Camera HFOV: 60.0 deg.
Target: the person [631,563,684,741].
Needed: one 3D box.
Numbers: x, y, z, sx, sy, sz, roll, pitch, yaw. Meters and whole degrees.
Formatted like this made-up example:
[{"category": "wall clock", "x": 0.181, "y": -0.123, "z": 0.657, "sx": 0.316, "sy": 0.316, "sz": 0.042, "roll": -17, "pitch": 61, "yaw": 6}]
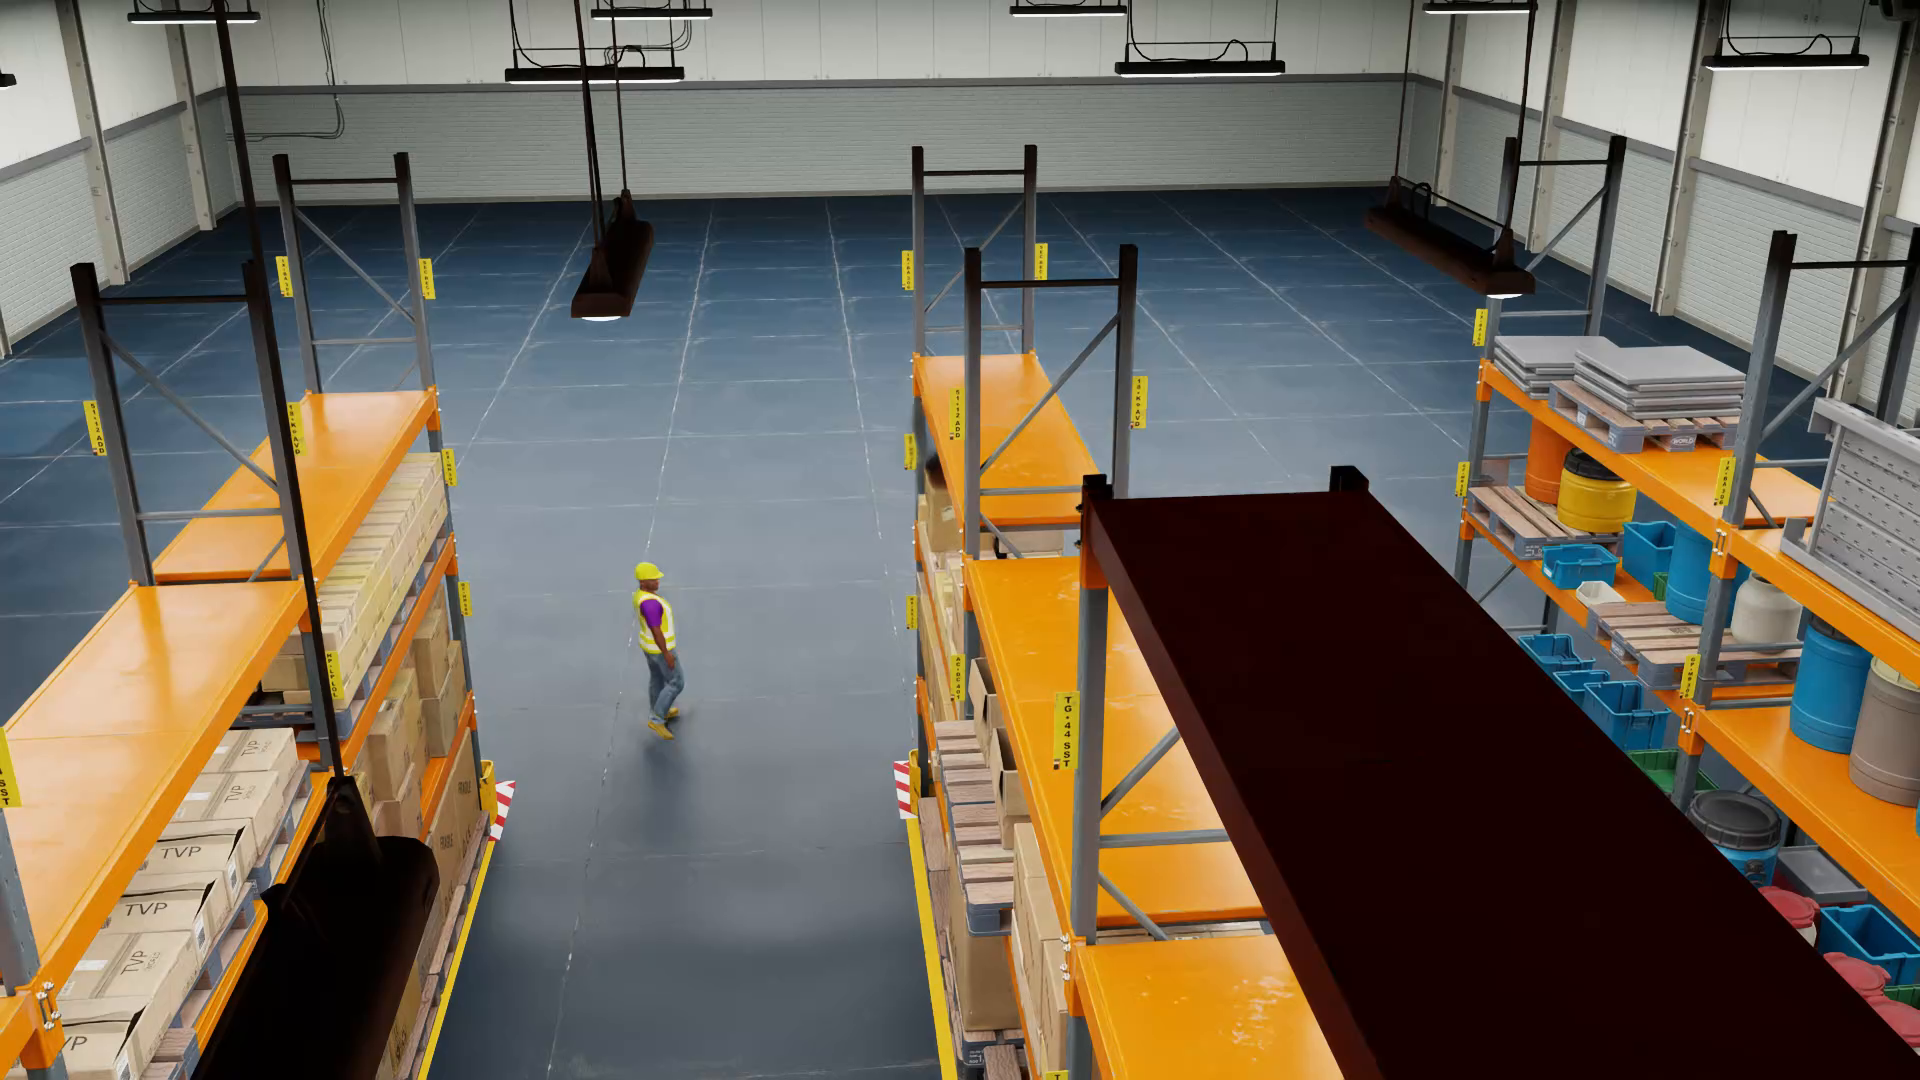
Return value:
[{"category": "person", "x": -2.993, "y": 1.073, "z": 16.537, "sx": 0.468, "sy": 1.777, "sz": 0.673, "roll": -13, "pitch": 25, "yaw": -30}]
